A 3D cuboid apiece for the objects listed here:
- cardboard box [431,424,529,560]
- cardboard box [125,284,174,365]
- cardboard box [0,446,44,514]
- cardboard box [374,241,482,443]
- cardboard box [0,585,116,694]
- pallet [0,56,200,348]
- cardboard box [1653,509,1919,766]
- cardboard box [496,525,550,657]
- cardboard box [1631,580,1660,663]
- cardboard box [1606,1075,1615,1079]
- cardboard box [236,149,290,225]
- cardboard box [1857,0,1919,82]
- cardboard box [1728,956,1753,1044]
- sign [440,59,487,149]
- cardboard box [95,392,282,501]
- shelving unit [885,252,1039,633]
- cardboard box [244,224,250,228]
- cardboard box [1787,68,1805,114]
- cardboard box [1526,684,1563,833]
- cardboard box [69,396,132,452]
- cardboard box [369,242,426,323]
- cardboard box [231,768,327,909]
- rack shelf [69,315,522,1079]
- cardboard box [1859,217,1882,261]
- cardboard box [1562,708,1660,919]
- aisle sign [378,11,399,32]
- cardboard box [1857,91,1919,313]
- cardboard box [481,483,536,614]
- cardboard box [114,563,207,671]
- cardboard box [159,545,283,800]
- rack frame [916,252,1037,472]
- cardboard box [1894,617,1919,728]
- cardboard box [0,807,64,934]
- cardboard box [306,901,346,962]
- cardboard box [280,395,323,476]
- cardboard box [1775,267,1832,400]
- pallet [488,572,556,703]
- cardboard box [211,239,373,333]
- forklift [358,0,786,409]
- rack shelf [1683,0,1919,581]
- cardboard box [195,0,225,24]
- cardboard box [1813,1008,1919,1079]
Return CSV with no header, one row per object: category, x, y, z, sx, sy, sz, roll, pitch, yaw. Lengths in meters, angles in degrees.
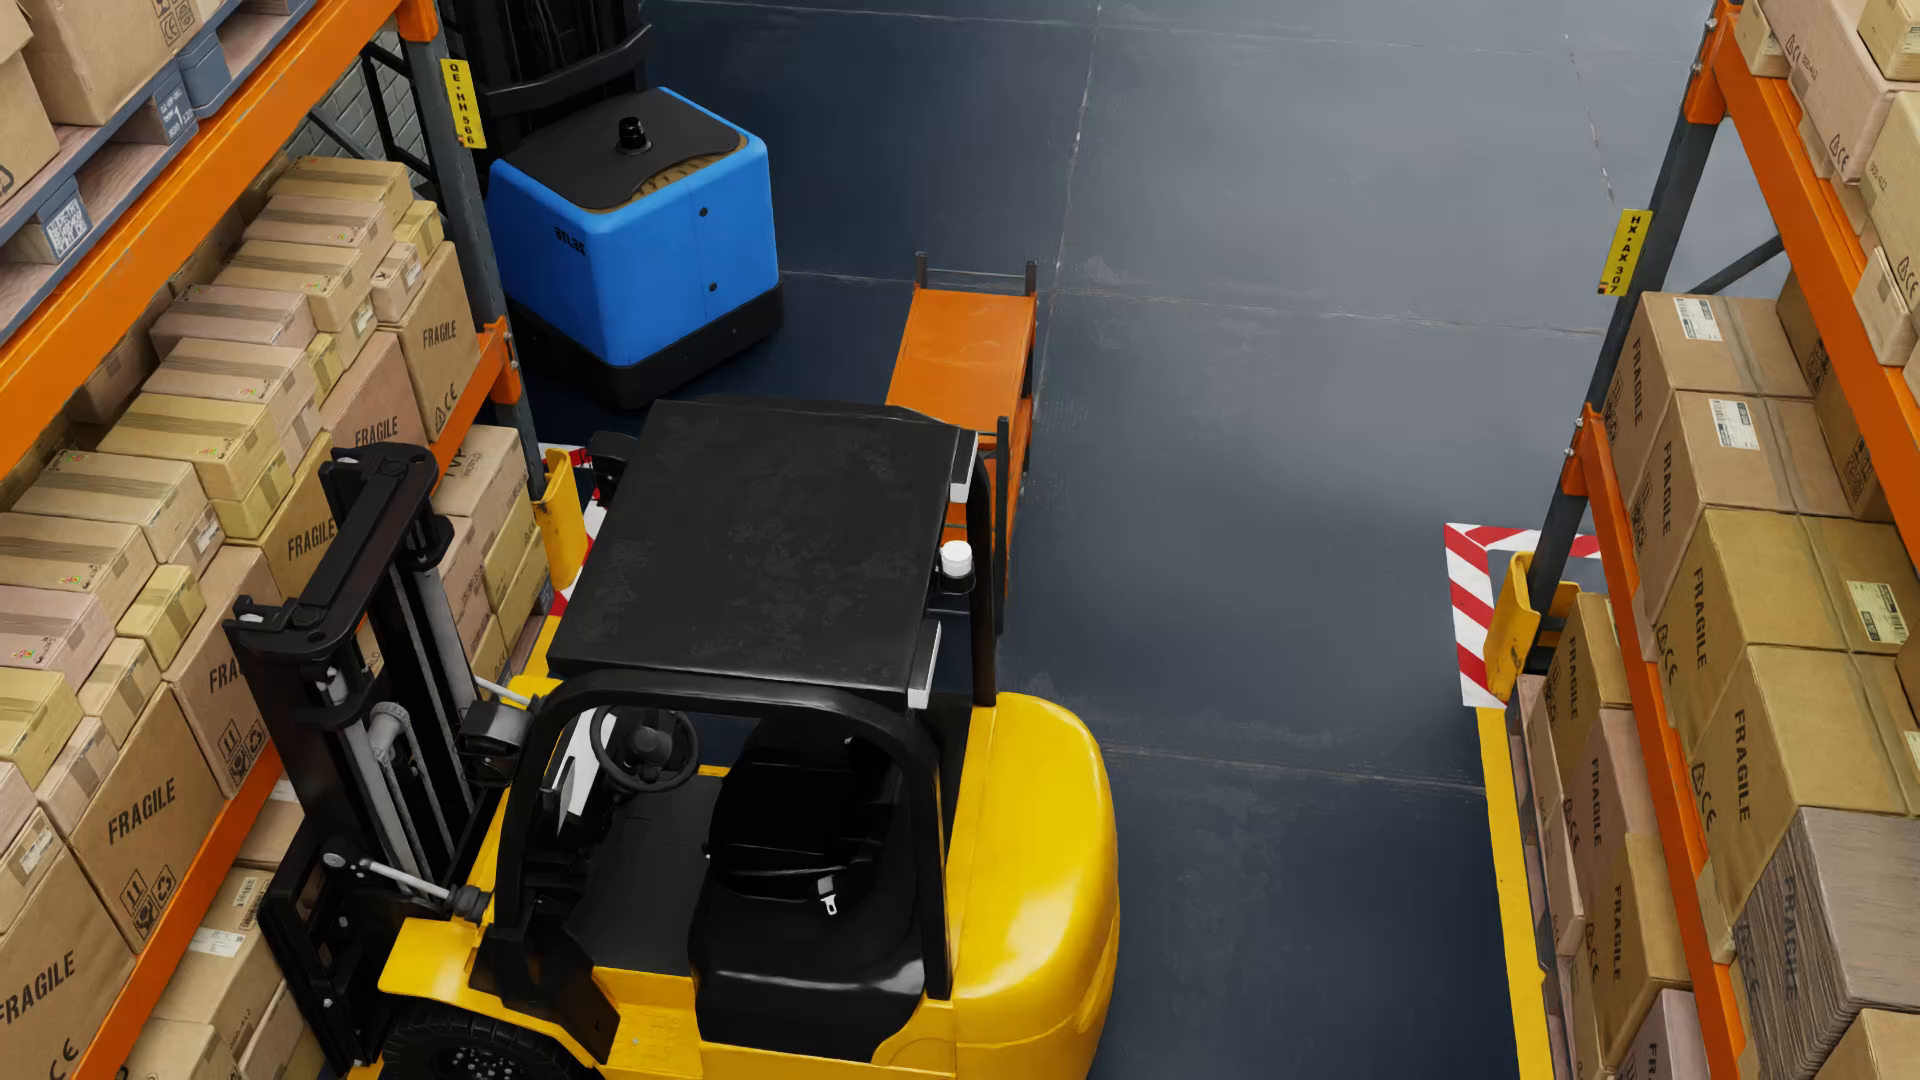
cardboard box,-1.963,-0.195,6.242,0.500,0.250,0.500,7,44,7
cardboard box,-2.604,-0.667,5.012,0.380,0.149,0.250,5,44,6
cardboard box,-2.700,-0.139,4.454,0.380,0.149,0.250,5,44,6
cardboard box,-2.016,-0.697,5.732,0.500,0.500,0.500,4,44,5
cardboard box,-2.312,0.251,4.043,0.380,0.149,0.250,5,44,5
pallet,-2.489,-0.764,3.758,1.003,0.211,1.213,5,44,6
cardboard box,2.240,0.282,4.481,0.500,0.500,0.500,4,44,5
cardboard box,-1.960,0.175,6.578,0.500,0.250,0.500,6,44,6
cardboard box,2.245,0.248,4.989,0.380,0.149,0.250,6,44,6
cardboard box,2.125,1.863,4.795,0.500,0.250,0.500,6,44,6
cardboard box,-2.467,-1.191,5.565,0.380,0.149,0.250,4,44,5
cardboard box,2.241,-1.133,3.686,0.380,0.149,0.250,5,44,5
cardboard box,2.115,1.135,4.053,0.380,0.149,0.250,5,44,5
sign,-1.675,-1.468,5.604,0.100,0.325,0.005,5,44,6
cardboard box,-2.119,-0.258,4.580,0.380,0.149,0.250,6,44,6
shelving unit,-0.001,-0.404,6.858,0.538,1.125,1.048,5,44,6
cardboard box,-2.513,-1.085,5.669,0.380,0.149,0.250,4,44,4
cardboard box,2.398,-1.186,4.322,0.380,0.149,0.250,4,44,4
cardboard box,2.329,0.799,5.919,0.500,0.250,0.500,5,44,5
cardboard box,-2.721,-0.398,4.944,0.380,0.149,0.250,6,44,6
cardboard box,-1.984,-0.853,5.425,0.380,0.149,0.250,6,44,6
cardboard box,-2.156,0.843,5.145,0.500,0.250,0.500,4,44,5
rack shelf,-2.476,0.604,4.954,1.077,0.370,4.000,5,44,6
cardboard box,2.289,-0.656,3.763,0.380,0.149,0.250,4,44,4
cardboard box,2.261,0.900,5.267,0.500,0.500,0.500,4,44,4
aisle sign,-1.911,-1.982,5.271,0.394,0.787,0.004,5,44,6
cardboard box,2.259,-0.699,3.518,0.500,0.250,0.500,6,44,7
cardboard box,-1.966,0.004,6.395,0.500,0.250,0.500,5,44,5
cardboard box,-2.213,0.189,4.325,0.380,0.149,0.250,4,44,5
cardboard box,-2.217,0.348,4.628,0.500,0.500,0.500,6,44,6
rack frame,0.066,-0.750,7.224,0.500,1.125,0.032,5,44,6
cardboard box,2.615,0.317,3.717,0.700,0.500,0.500,5,44,5
cardboard box,-2.292,0.722,3.761,0.380,0.149,0.250,6,44,6
cardboard box,-2.160,1.040,5.301,0.500,0.250,0.500,5,44,5
cardboard box,-2.111,-0.328,4.870,0.380,0.149,0.250,4,44,4
cardboard box,2.858,-0.711,4.803,0.700,0.500,0.500,4,44,4
pallet,-2.271,0.517,6.550,1.003,0.211,1.213,5,44,6
cardboard box,-2.059,-0.785,5.137,0.380,0.149,0.250,6,44,6
forklift,-2.280,-2.576,7.839,3.031,2.935,1.130,34,53,30
rack shelf,2.445,-0.037,3.449,1.077,0.370,4.000,5,44,6
cardboard box,-2.053,-1.484,4.174,0.396,0.266,0.258,5,44,6
cardboard box,2.054,1.333,3.371,0.500,0.500,0.500,7,44,7
